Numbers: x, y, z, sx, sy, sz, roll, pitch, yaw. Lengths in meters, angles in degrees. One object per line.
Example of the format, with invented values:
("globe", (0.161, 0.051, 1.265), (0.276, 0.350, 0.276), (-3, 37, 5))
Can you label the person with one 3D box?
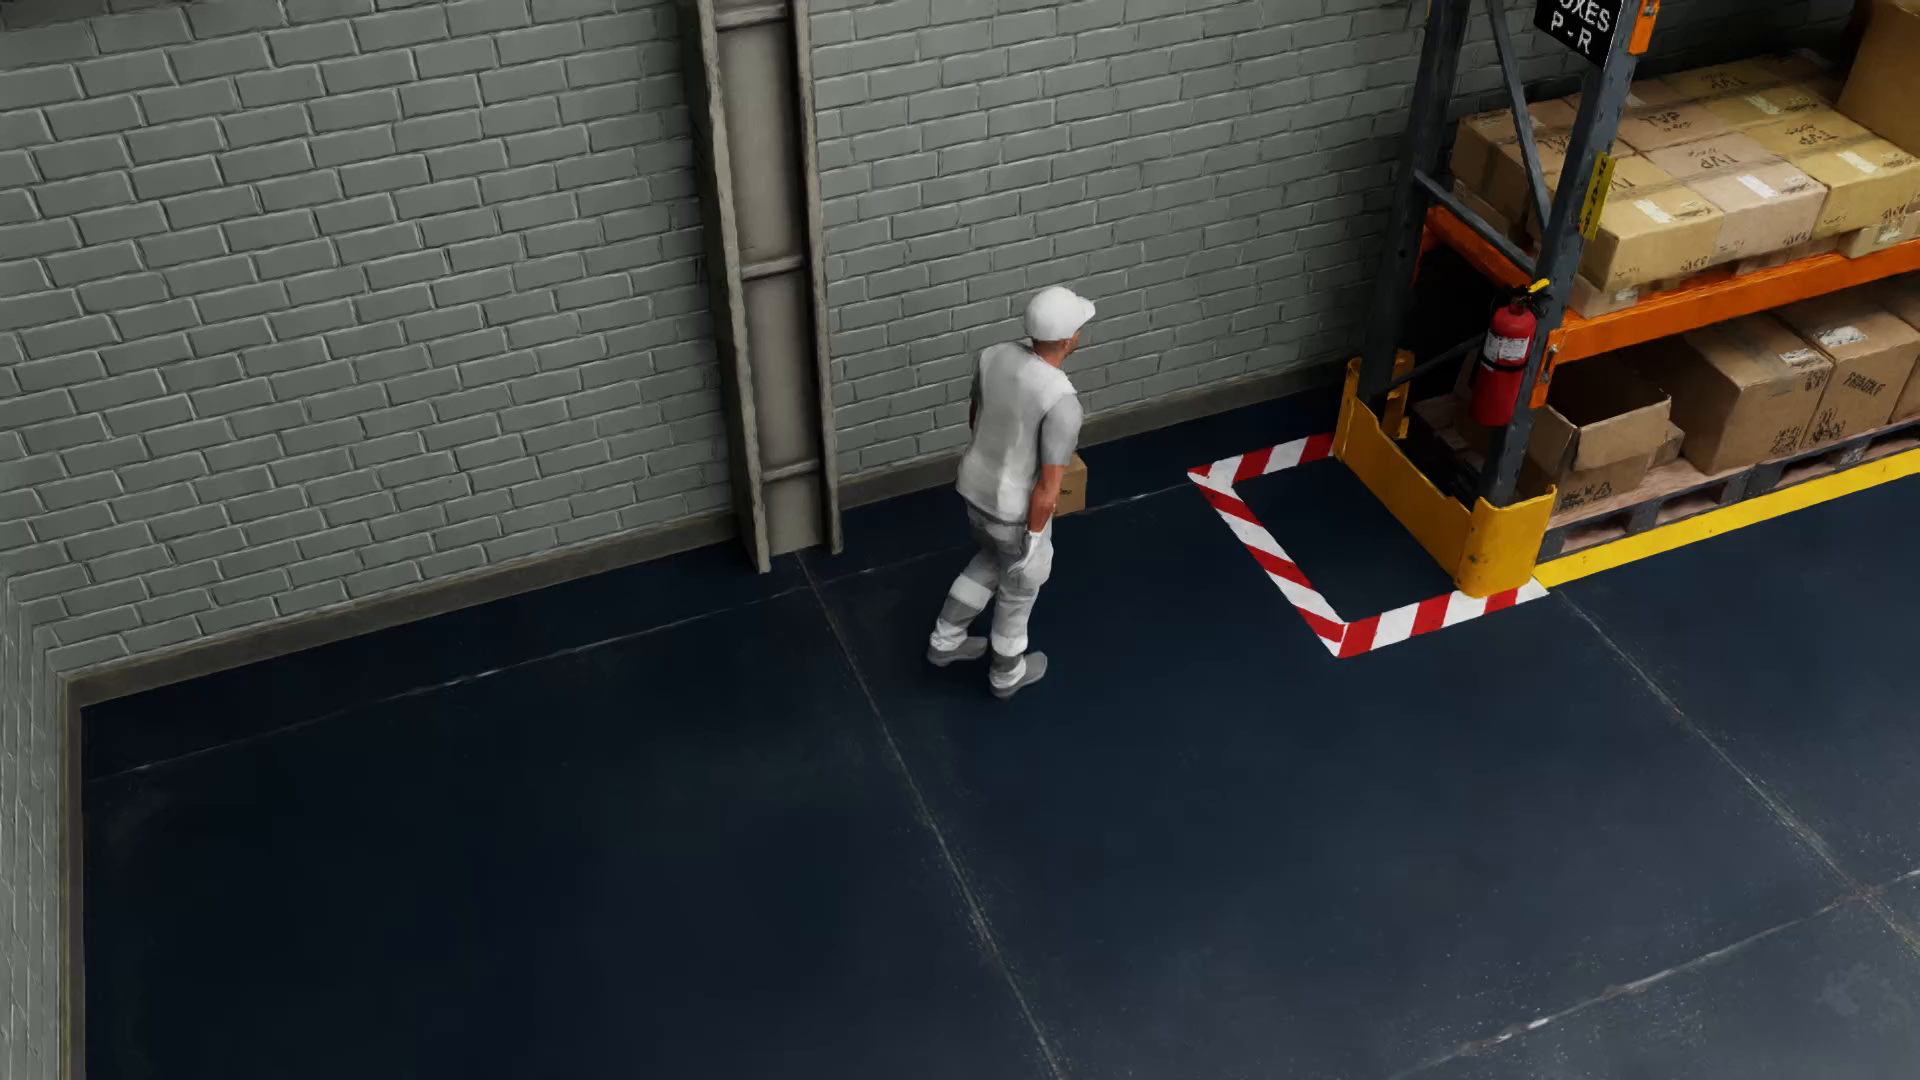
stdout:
("person", (0.180, -0.114, 6.319), (0.630, 1.713, 0.535), (-29, 49, -29))
